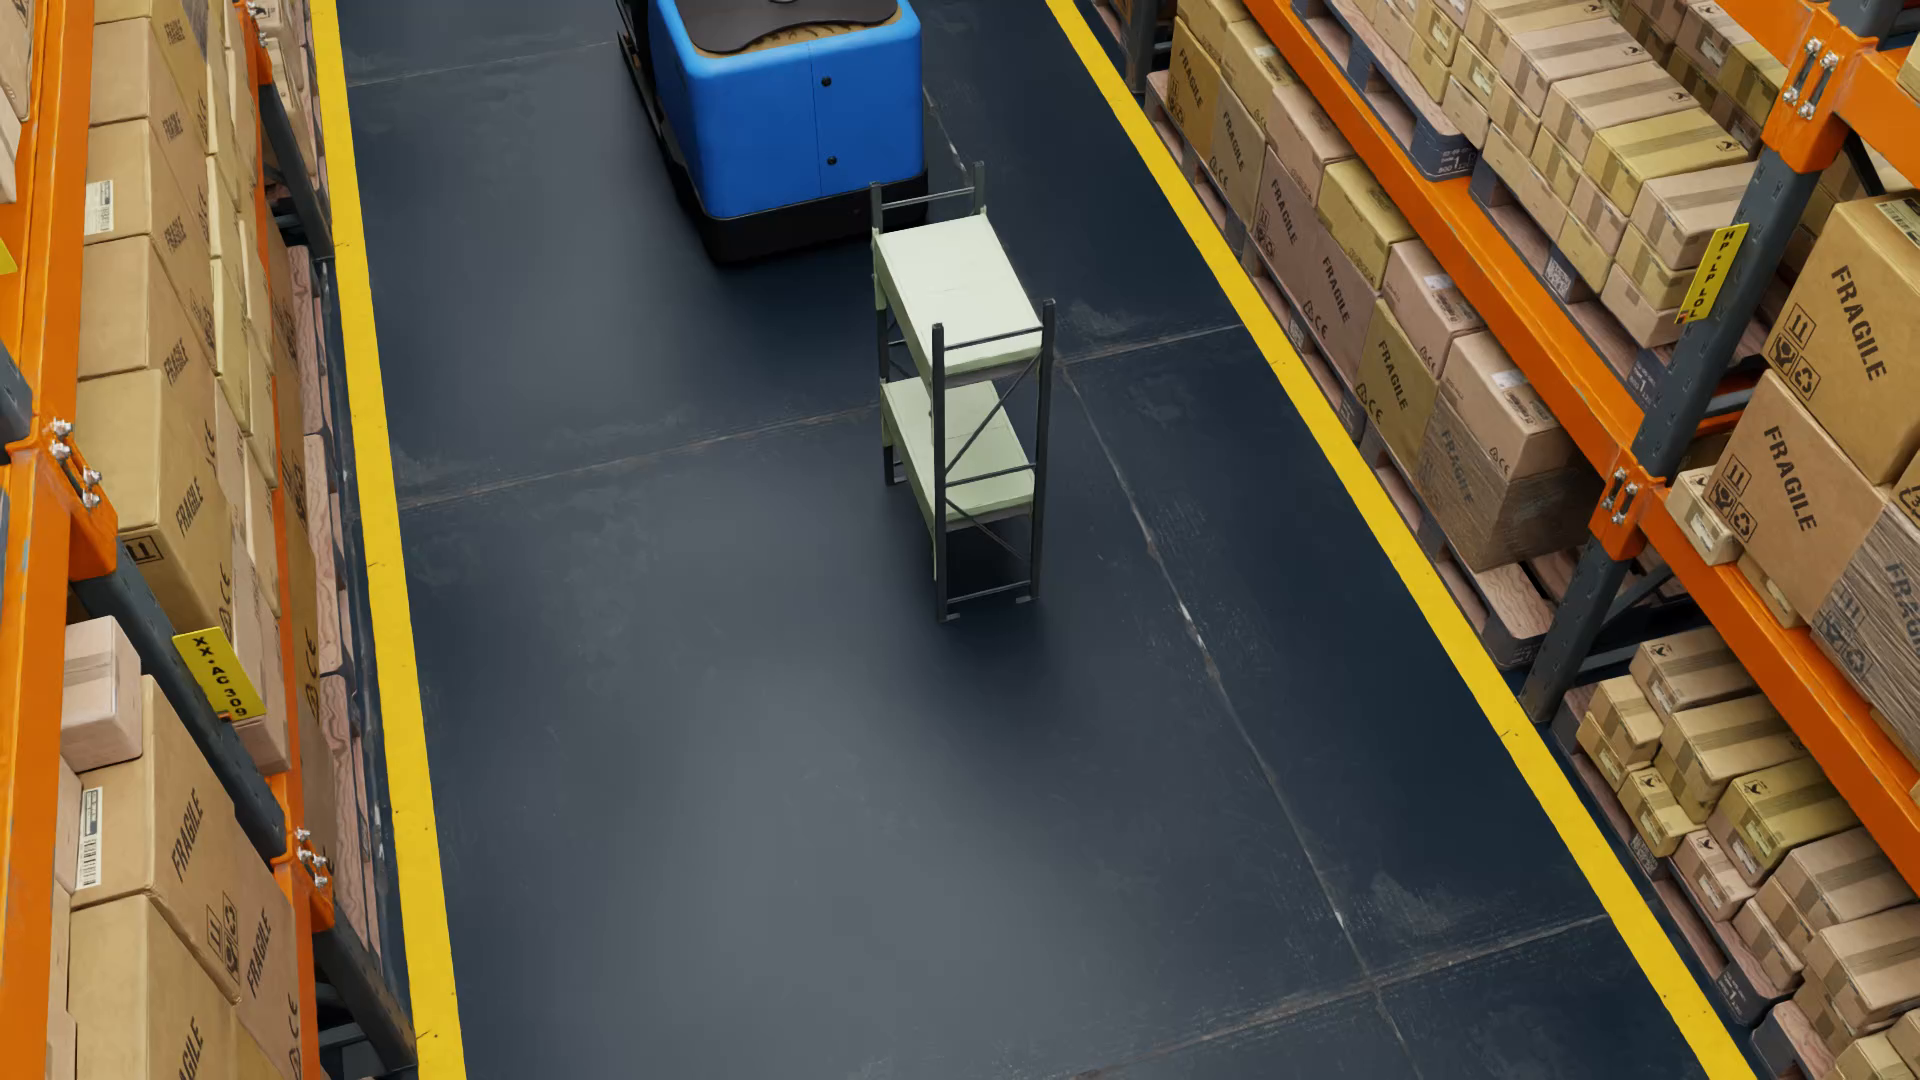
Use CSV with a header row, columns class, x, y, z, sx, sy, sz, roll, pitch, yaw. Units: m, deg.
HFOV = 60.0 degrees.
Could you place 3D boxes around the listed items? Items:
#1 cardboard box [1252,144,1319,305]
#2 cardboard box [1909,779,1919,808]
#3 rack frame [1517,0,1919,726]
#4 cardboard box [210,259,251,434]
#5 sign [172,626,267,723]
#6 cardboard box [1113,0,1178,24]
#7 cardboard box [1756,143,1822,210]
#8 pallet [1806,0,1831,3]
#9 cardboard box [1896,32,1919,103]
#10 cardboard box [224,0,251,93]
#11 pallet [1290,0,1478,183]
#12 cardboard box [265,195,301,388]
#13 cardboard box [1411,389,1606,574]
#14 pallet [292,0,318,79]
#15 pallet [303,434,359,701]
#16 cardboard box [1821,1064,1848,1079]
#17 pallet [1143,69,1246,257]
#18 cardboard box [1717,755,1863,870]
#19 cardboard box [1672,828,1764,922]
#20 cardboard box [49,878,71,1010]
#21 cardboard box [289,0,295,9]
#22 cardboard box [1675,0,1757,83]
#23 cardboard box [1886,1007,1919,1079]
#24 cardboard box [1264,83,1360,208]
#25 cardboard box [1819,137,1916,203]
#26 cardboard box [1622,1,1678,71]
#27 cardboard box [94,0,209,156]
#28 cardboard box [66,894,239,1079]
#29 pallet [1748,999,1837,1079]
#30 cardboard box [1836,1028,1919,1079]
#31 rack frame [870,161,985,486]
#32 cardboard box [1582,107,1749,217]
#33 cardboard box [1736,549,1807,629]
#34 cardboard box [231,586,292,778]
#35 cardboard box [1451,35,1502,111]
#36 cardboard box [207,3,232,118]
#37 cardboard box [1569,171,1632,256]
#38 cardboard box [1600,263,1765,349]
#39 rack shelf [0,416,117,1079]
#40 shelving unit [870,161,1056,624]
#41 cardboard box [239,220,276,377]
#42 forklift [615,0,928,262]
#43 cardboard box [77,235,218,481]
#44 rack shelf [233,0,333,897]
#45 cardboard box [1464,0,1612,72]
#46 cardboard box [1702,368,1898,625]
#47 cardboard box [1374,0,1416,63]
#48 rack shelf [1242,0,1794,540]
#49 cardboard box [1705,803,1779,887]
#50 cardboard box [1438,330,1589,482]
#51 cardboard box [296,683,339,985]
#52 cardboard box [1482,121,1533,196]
class,x,y,z,sx,sy,sz,roll,pitch,yaw
cardboard box,1.614,-1.395,7.114,0.500,0.500,0.500,-14,51,-12
cardboard box,2.657,0.657,4.188,0.380,0.149,0.250,-12,51,-10
rack frame,2.523,-0.458,4.964,1.000,3.000,0.127,-13,51,-11
cardboard box,-2.342,-0.512,4.781,0.500,0.250,0.500,-13,51,-11
sign,-1.646,0.303,3.704,0.100,0.325,0.005,-13,51,-11
cardboard box,1.246,-3.255,8.519,1.050,0.750,0.750,-14,51,-11
cardboard box,2.767,-1.189,5.275,0.380,0.149,0.250,-14,51,-12
pallet,2.442,-1.840,4.290,1.213,0.211,1.003,-13,51,-11
cardboard box,2.408,-0.979,3.539,0.500,0.250,0.500,-11,51,-9
cardboard box,-2.961,-1.828,6.217,0.500,0.250,0.500,-15,51,-12
pallet,1.964,-1.881,6.289,1.003,0.211,1.213,-13,51,-11
cardboard box,-3.234,-1.114,6.632,0.875,0.875,0.875,-14,51,-11
cardboard box,2.063,-0.272,6.167,0.500,0.500,0.500,-14,51,-12
pallet,-3.946,-2.749,8.719,1.003,0.211,1.213,-13,51,-11
pallet,-2.841,0.194,6.238,1.003,0.211,1.213,-13,51,-11
cardboard box,2.746,1.602,4.817,0.380,0.149,0.250,-15,51,-12
pallet,1.570,-1.910,8.012,1.003,0.211,1.213,-13,51,-11
cardboard box,2.573,0.820,5.087,0.380,0.149,0.250,-14,51,-11
cardboard box,2.525,1.028,5.301,0.380,0.149,0.250,-14,51,-11
cardboard box,-1.742,0.725,2.823,0.380,0.149,0.250,-13,51,-11
cardboard box,-3.961,-2.982,8.536,0.950,0.372,0.625,-12,51,-10
cardboard box,2.613,-1.669,5.485,0.380,0.149,0.250,-14,51,-11
cardboard box,2.829,1.390,4.607,0.380,0.149,0.250,-15,52,-12
cardboard box,1.597,-1.658,6.845,0.500,0.250,0.500,-13,51,-11
cardboard box,2.846,-1.096,5.002,0.380,0.149,0.250,-11,51,-9
cardboard box,2.531,-1.764,5.760,0.380,0.149,0.250,-11,51,-10
cardboard box,-2.656,-1.486,5.111,0.500,0.500,0.500,-13,51,-11
cardboard box,-1.630,1.035,2.986,0.500,0.500,0.500,-14,51,-12
pallet,3.120,1.816,4.871,1.003,0.211,1.213,-13,51,-11
cardboard box,2.741,1.503,4.706,0.380,0.149,0.250,-14,51,-11
rack frame,-0.110,-0.756,6.196,0.400,1.500,0.023,-13,51,-11
cardboard box,2.137,-1.150,5.048,0.380,0.149,0.250,-15,51,-12
cardboard box,2.441,0.075,4.679,0.380,0.149,0.250,-12,51,-10
cardboard box,-2.054,0.402,4.337,0.500,0.250,0.500,-14,51,-12
cardboard box,1.906,-1.618,5.637,0.380,0.149,0.250,-16,52,-13
cardboard box,-2.818,-1.630,5.723,0.500,0.250,0.500,-14,51,-12
cardboard box,2.137,-1.047,5.155,0.380,0.149,0.250,-13,51,-11
cardboard box,2.216,-0.758,5.106,0.380,0.149,0.250,-14,51,-12
rack shelf,-1.585,1.460,1.855,1.077,0.370,4.000,-13,51,-11
shelving unit,-0.002,-0.488,5.970,0.431,1.500,0.755,-13,51,-11
cardboard box,-2.484,-0.721,5.284,0.500,0.250,0.500,-14,51,-12
forklift,-1.119,-3.356,7.452,1.130,2.935,3.031,-15,52,-12
cardboard box,-2.208,-0.372,4.172,0.500,0.500,0.500,-14,51,-11
rack shelf,-2.767,-0.494,5.465,1.077,0.370,4.000,-13,51,-11
cardboard box,1.916,-1.711,5.521,0.380,0.149,0.250,-15,51,-12
cardboard box,2.429,-0.168,4.459,0.500,0.500,0.500,-14,51,-12
cardboard box,1.749,-1.904,6.072,0.380,0.149,0.250,-15,51,-12
rack shelf,1.931,-1.687,6.471,1.077,0.370,4.000,-13,51,-11
cardboard box,2.591,0.901,5.214,0.380,0.149,0.250,-14,51,-11
cardboard box,2.061,-0.517,5.883,0.500,0.250,0.500,-15,51,-12
cardboard box,-2.436,0.849,4.977,0.875,0.875,0.875,-12,51,-10
cardboard box,1.993,-1.313,5.575,0.380,0.149,0.250,-16,52,-13
